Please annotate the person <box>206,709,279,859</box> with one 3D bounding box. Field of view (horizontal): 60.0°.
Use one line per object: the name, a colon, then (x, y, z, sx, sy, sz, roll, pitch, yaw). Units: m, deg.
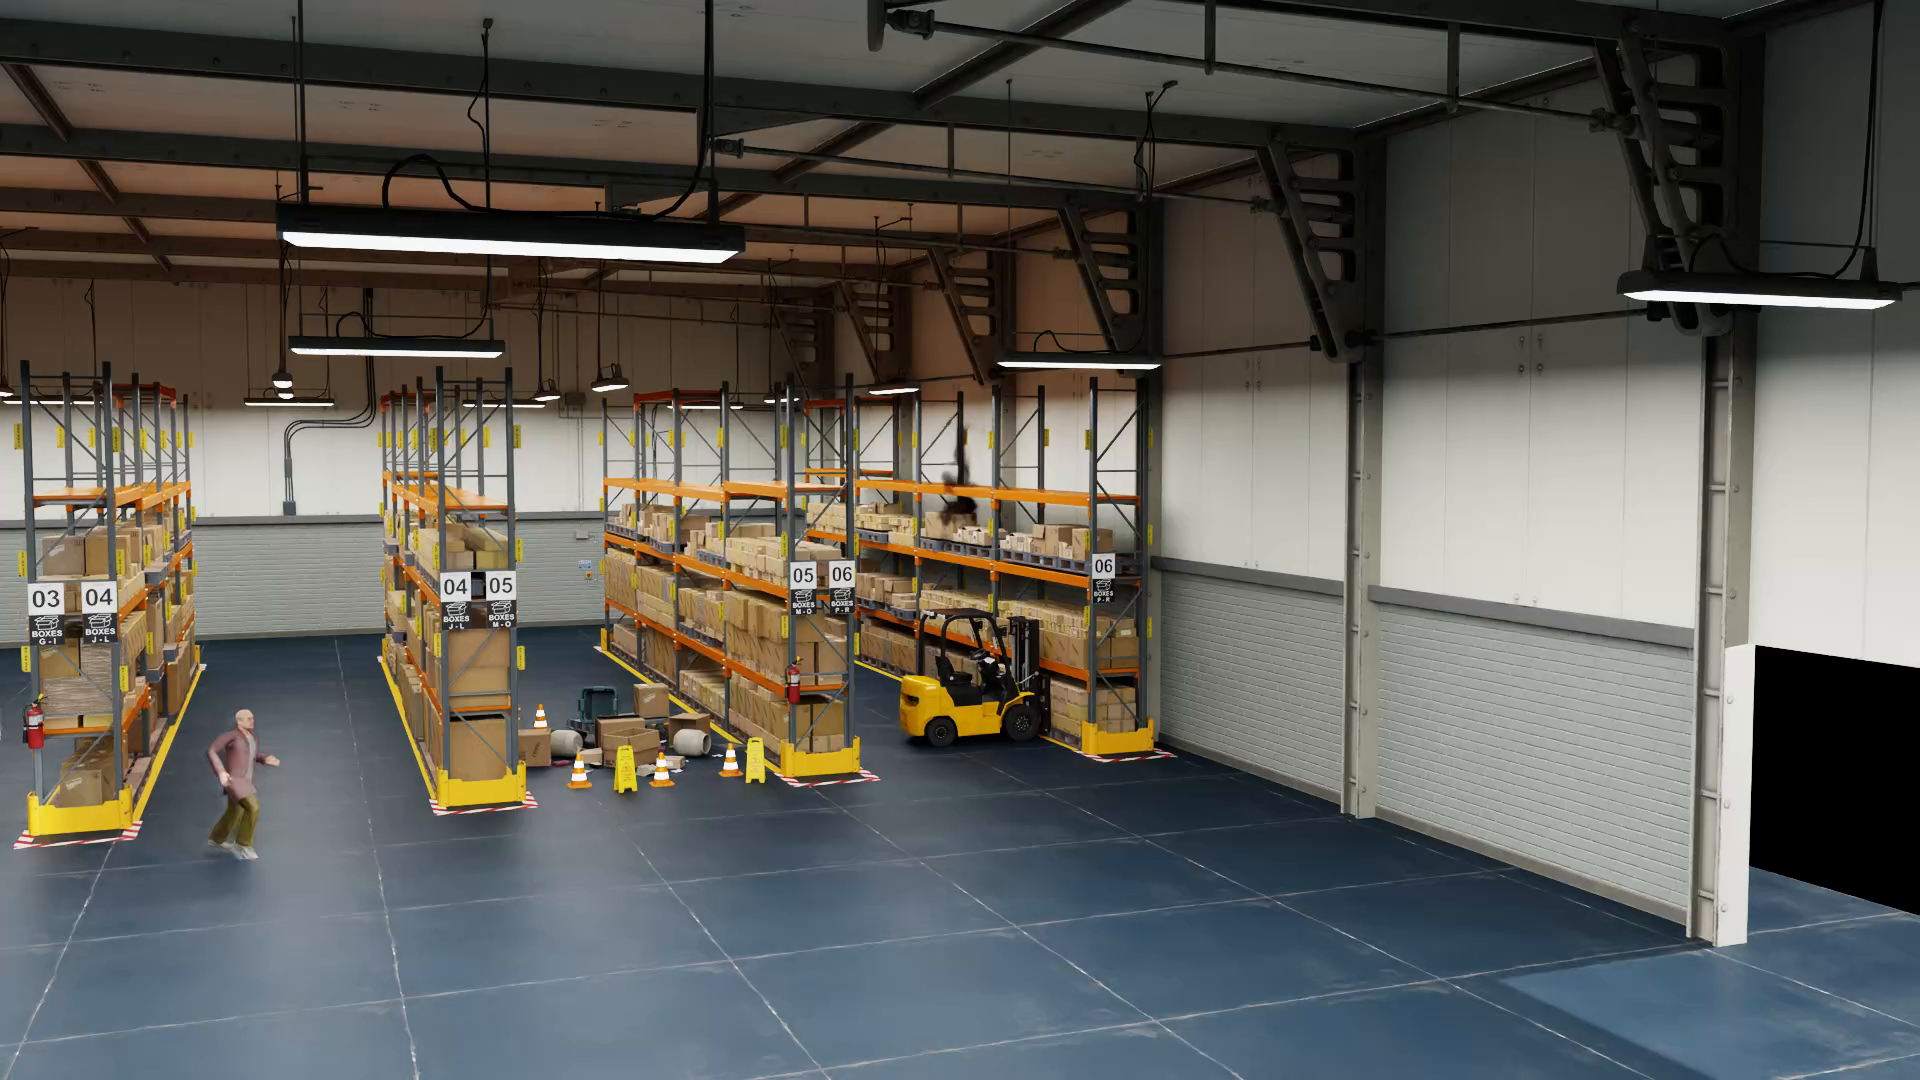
person: (-8.655, 2.942, 19.968, 0.936, 1.830, 0.636, 0, 3, 6)
